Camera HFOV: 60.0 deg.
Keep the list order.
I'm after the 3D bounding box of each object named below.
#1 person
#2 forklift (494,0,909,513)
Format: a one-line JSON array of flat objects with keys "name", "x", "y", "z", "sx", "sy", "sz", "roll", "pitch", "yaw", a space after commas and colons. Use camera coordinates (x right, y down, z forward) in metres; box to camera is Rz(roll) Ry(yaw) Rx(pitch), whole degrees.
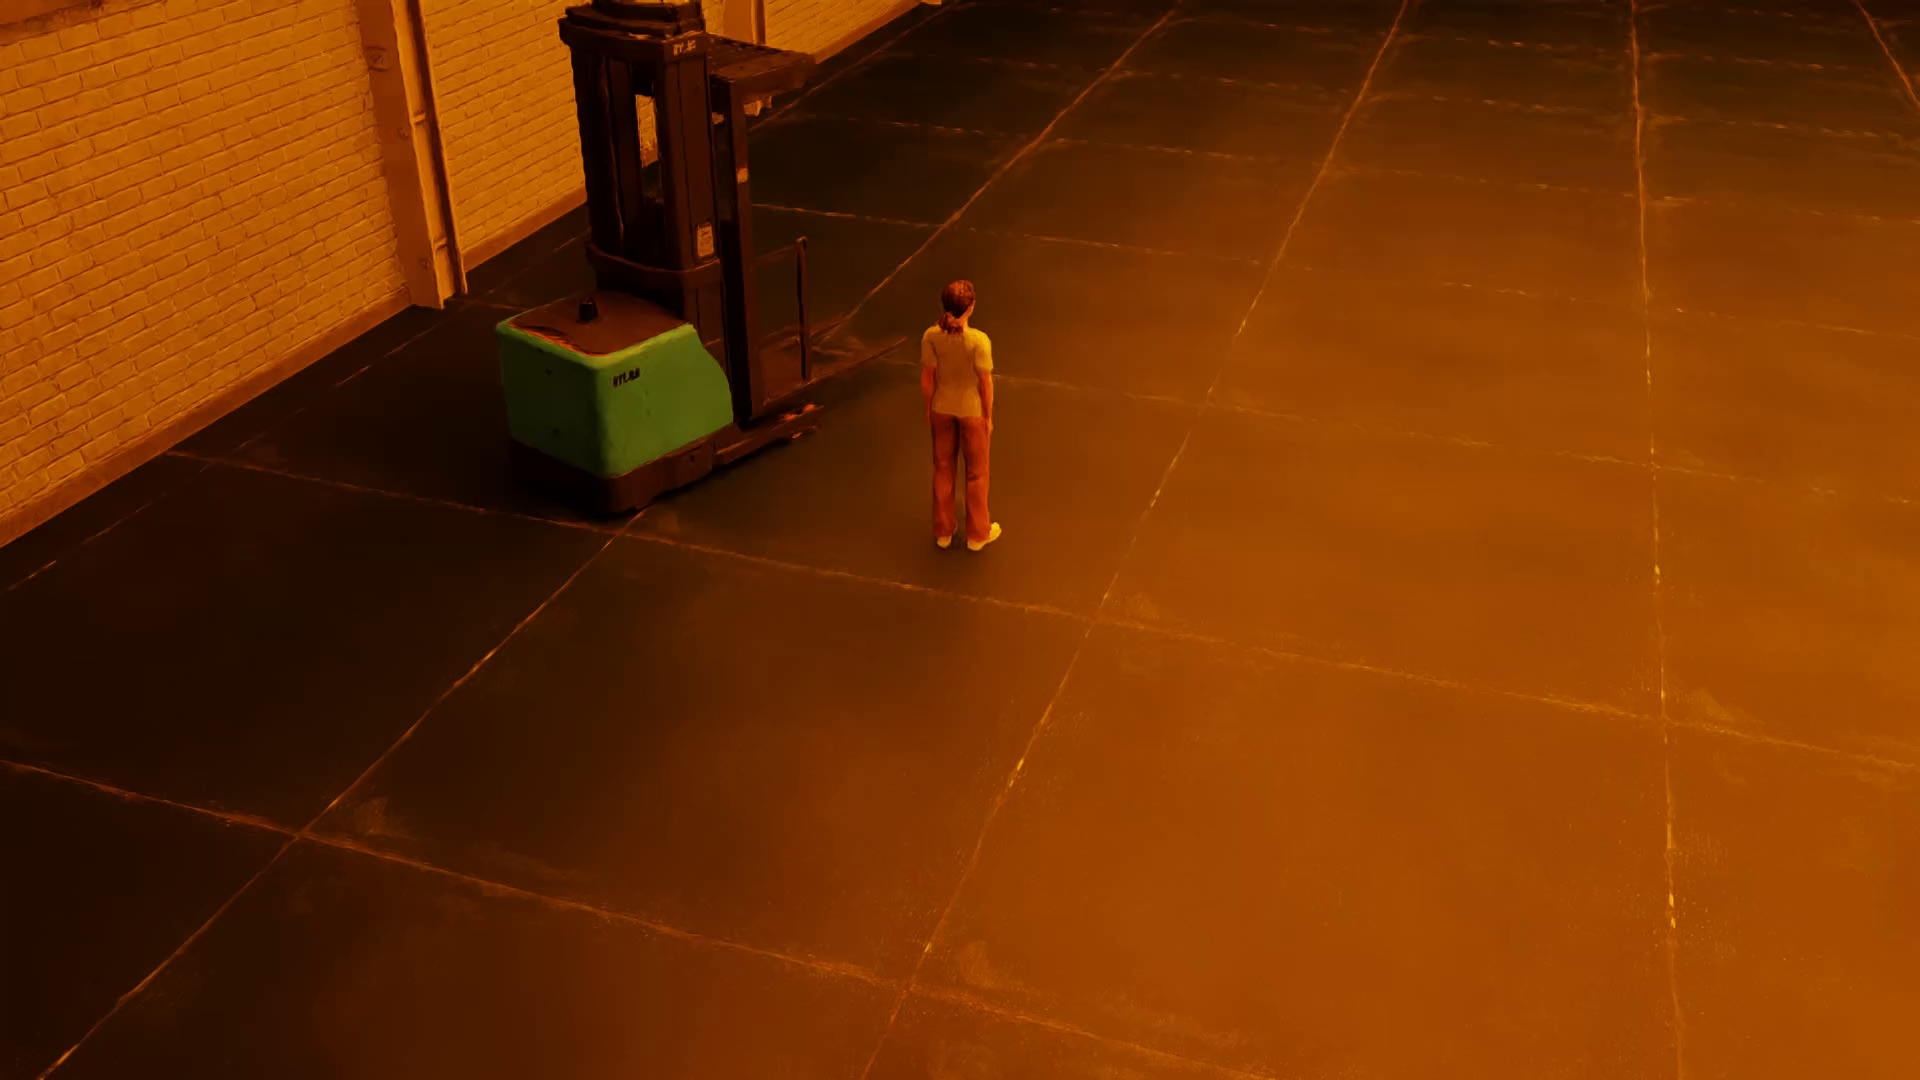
[{"name": "person", "x": 0.001, "y": -0.731, "z": 9.690, "sx": 0.429, "sy": 1.673, "sz": 0.365, "roll": 10, "pitch": 31, "yaw": 16}, {"name": "forklift", "x": -1.587, "y": -2.104, "z": 10.827, "sx": 1.130, "sy": 2.935, "sz": 3.031, "roll": 22, "pitch": 36, "yaw": 33}]
